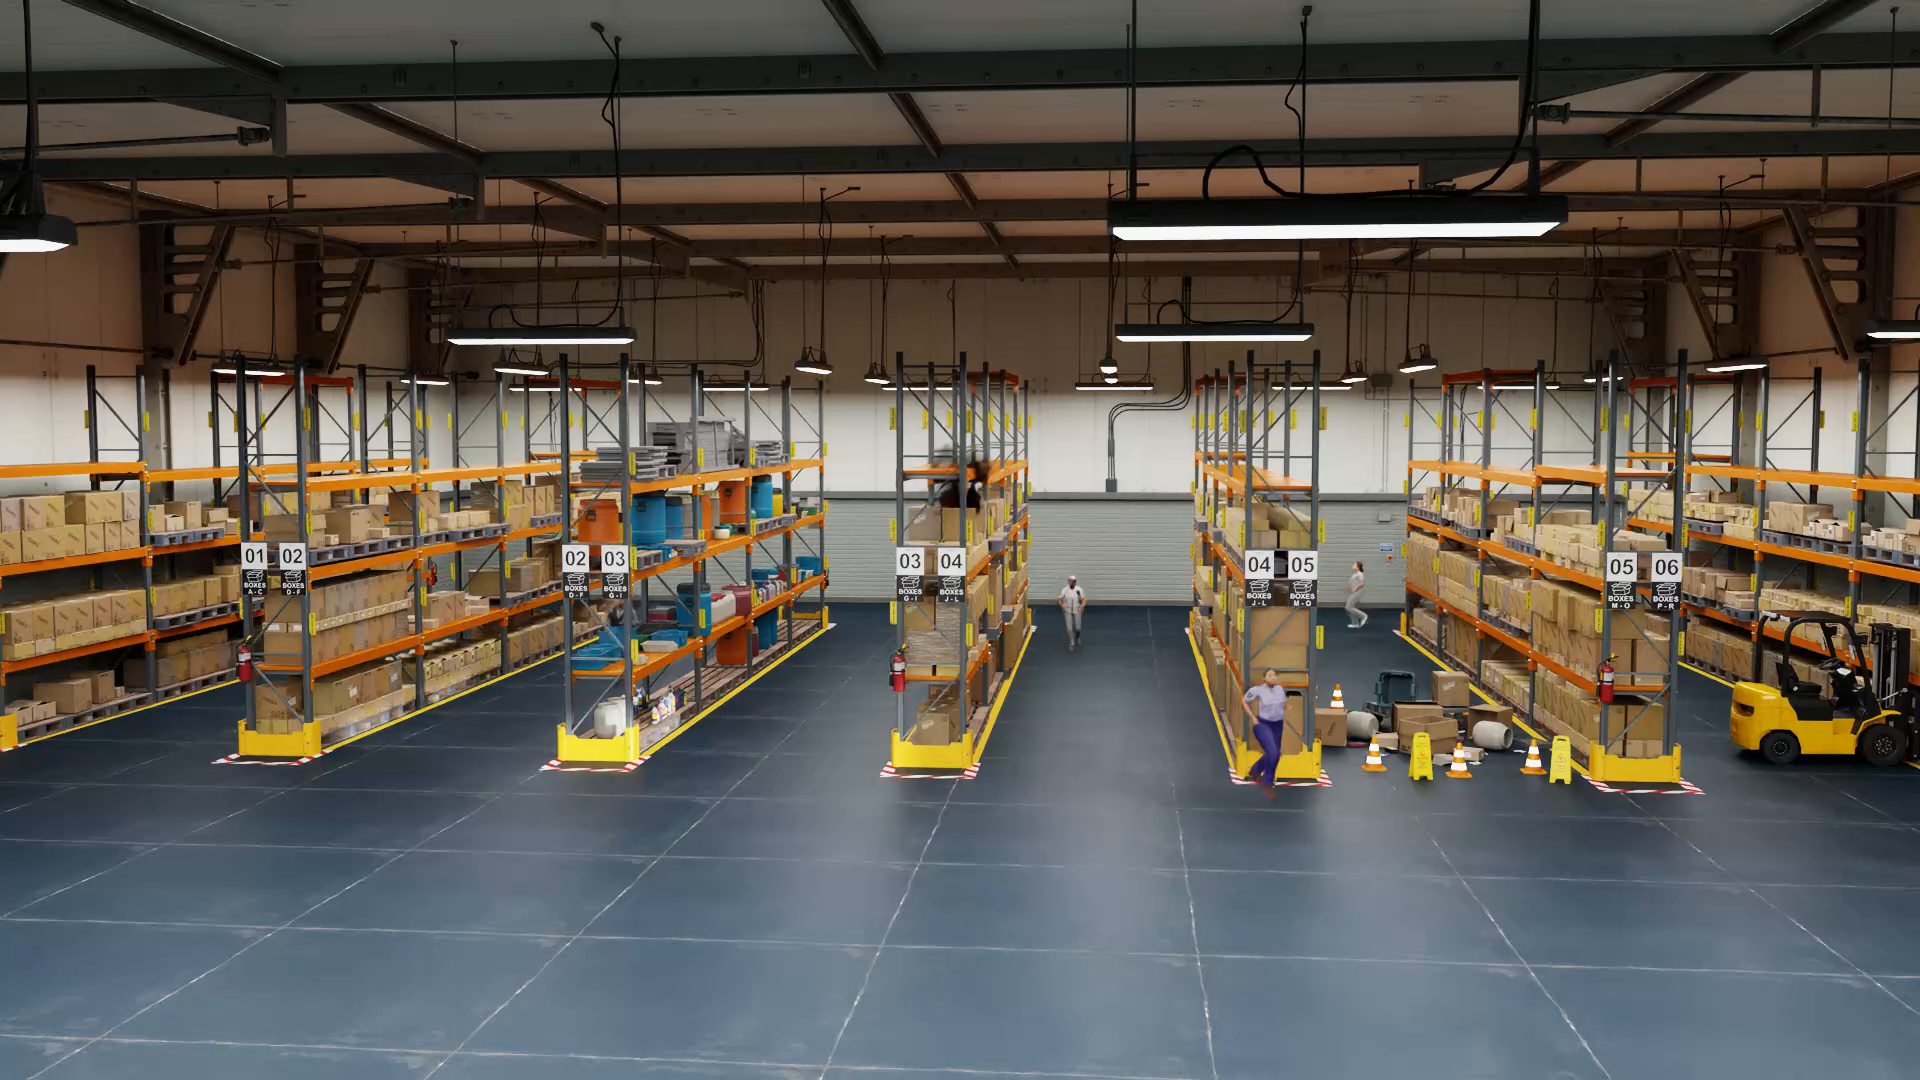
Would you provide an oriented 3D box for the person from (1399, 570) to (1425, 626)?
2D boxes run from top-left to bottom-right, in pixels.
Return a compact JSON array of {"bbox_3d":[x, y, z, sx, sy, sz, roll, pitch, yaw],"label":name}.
[{"bbox_3d":[11.030,1.261,40.353,1.003,1.783,0.707,3,5,37],"label":"person"}]

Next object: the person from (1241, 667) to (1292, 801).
[{"bbox_3d":[4.056,2.520,21.815,0.572,1.713,0.733,-3,5,-32],"label":"person"}]

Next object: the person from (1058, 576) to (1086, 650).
[{"bbox_3d":[2.459,1.597,36.589,0.620,1.634,0.528,0,4,3],"label":"person"}]

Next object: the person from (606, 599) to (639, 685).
[{"bbox_3d":[-6.459,1.874,31.759,0.663,1.699,0.958,0,4,0],"label":"person"}]

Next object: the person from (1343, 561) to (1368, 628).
[{"bbox_3d":[9.602,1.323,40.332,0.582,1.621,0.561,0,4,6],"label":"person"}]
